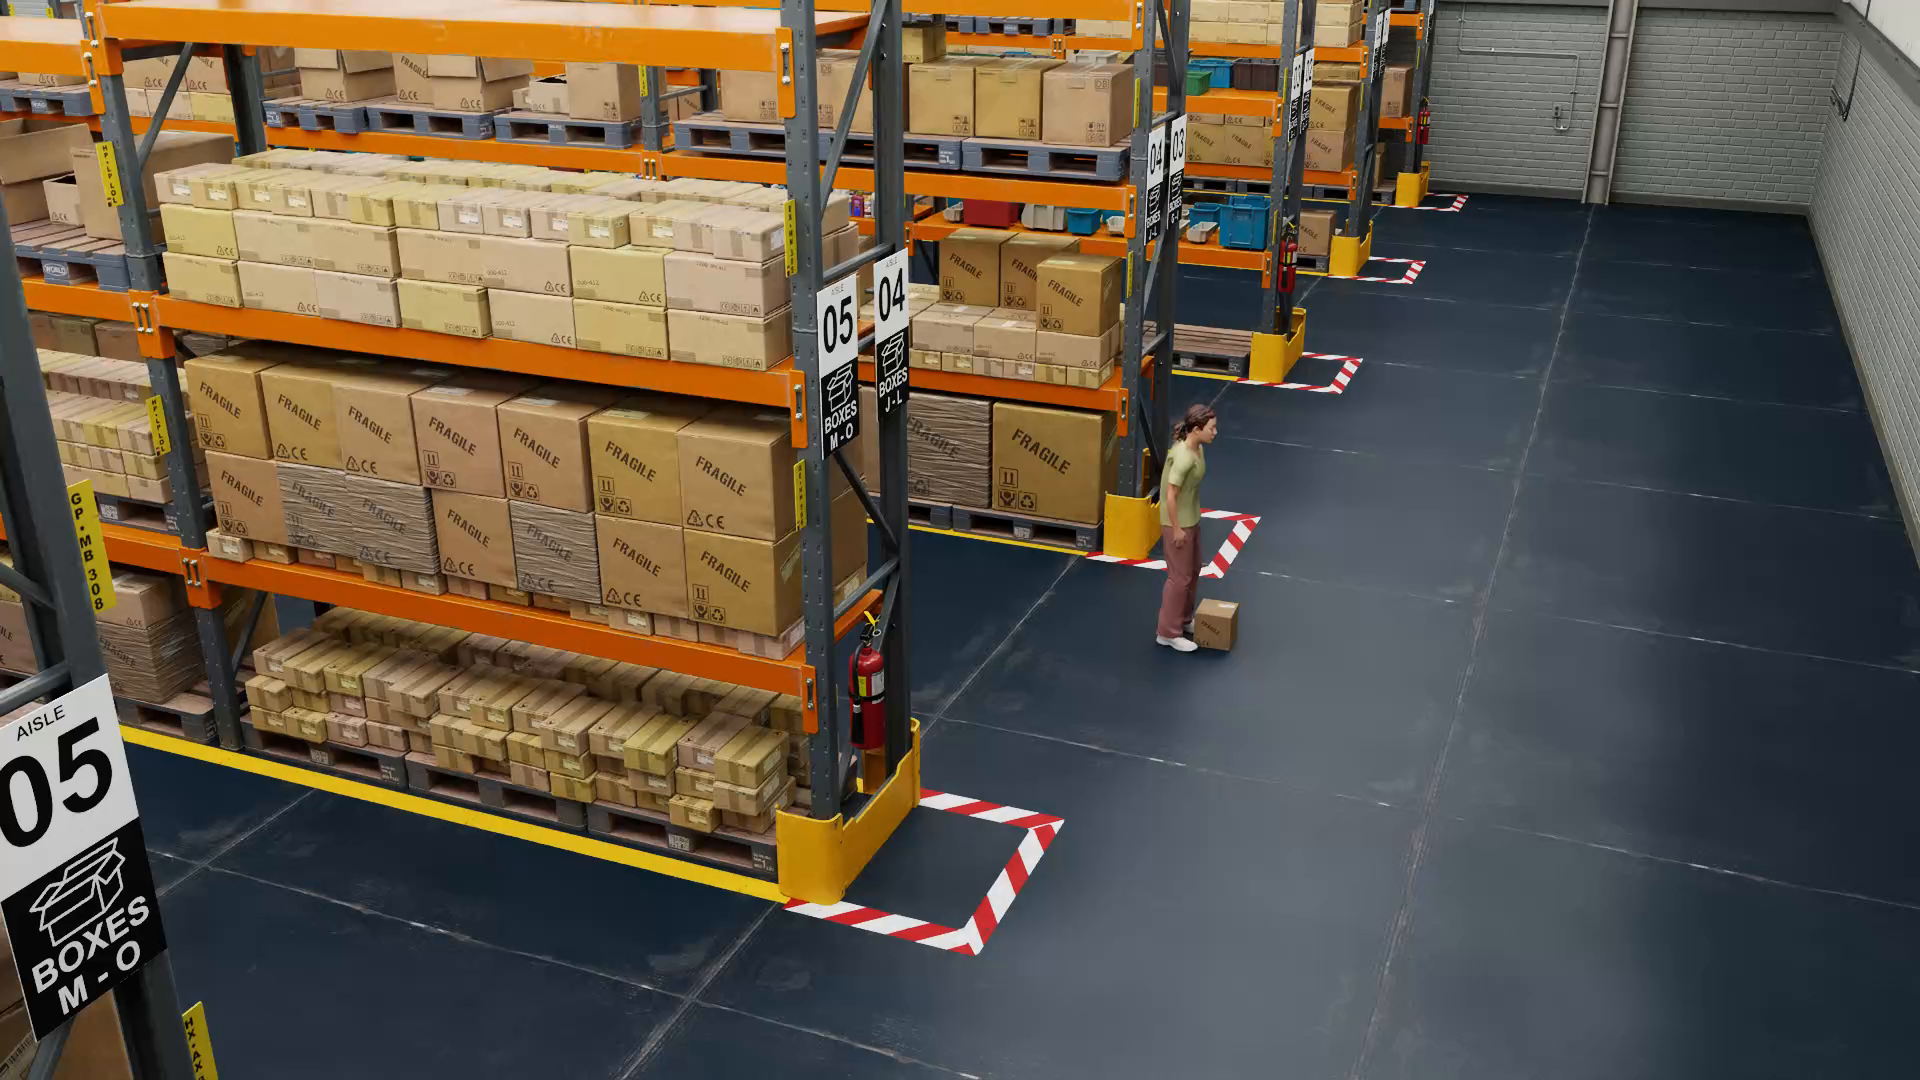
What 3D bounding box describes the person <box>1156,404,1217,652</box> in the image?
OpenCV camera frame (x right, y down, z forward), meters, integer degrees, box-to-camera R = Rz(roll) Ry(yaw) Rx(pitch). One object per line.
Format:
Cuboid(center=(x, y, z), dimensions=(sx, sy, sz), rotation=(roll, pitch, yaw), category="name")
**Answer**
Cuboid(center=(1.520, -0.112, 11.184), dimensions=(0.353, 1.673, 0.501), rotation=(9, 24, 20), category="person")
